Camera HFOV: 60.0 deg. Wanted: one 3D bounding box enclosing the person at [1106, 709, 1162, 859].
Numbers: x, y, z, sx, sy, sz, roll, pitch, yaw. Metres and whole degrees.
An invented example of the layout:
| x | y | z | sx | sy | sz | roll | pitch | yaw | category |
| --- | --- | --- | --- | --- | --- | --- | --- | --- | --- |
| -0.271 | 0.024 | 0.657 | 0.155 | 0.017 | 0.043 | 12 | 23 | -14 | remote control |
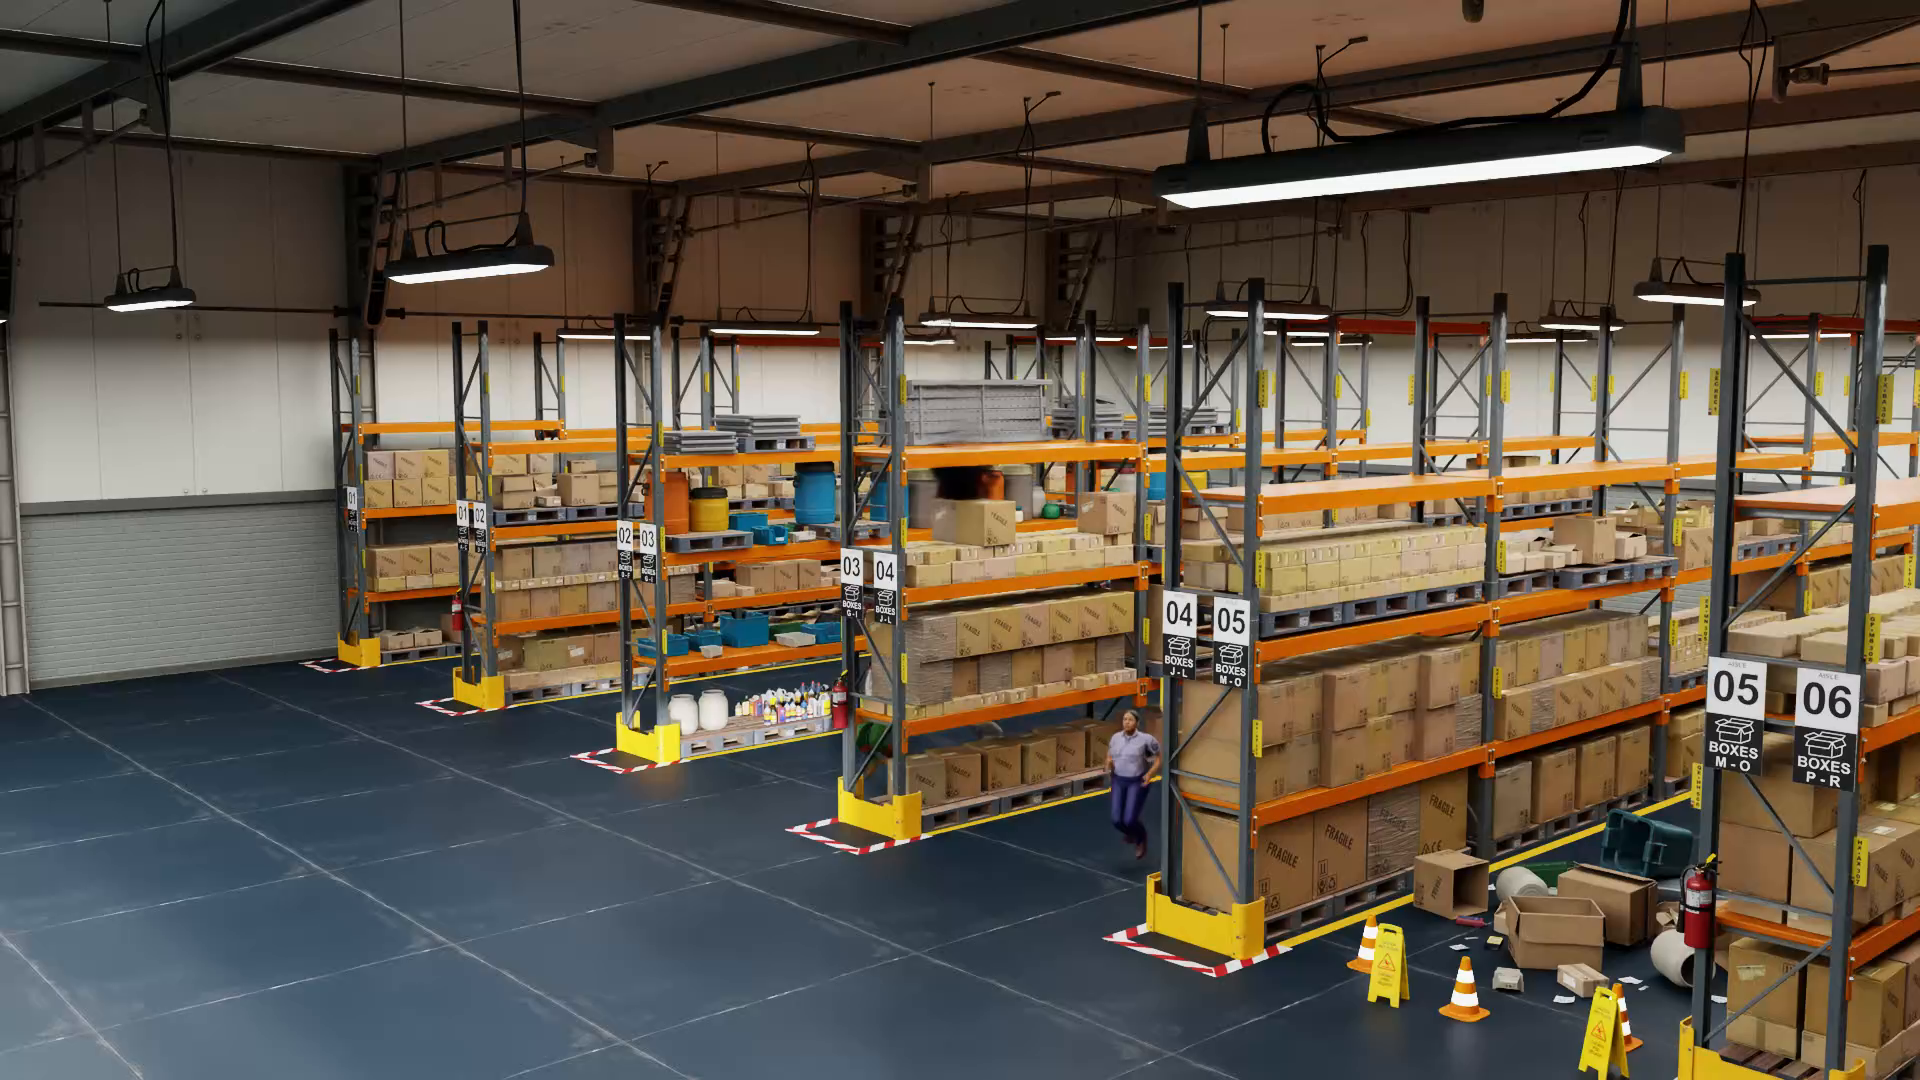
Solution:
| x | y | z | sx | sy | sz | roll | pitch | yaw | category |
| --- | --- | --- | --- | --- | --- | --- | --- | --- | --- |
| 1.755 | 2.547 | 17.272 | 0.589 | 1.564 | 0.597 | 3 | 7 | 31 | person |

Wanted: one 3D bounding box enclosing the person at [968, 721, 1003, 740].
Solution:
| x | y | z | sx | sy | sz | roll | pitch | yaw | category |
| --- | --- | --- | --- | --- | --- | --- | --- | --- | --- |
| 0.328 | 2.022 | 22.122 | 0.704 | 1.709 | 0.643 | 6 | 8 | 45 | person |

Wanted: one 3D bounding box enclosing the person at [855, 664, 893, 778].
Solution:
| x | y | z | sx | sy | sz | roll | pitch | yaw | category |
| --- | --- | --- | --- | --- | --- | --- | --- | --- | --- |
| -1.023 | 2.120 | 20.733 | 0.631 | 1.722 | 0.724 | 5 | 8 | 42 | person |
